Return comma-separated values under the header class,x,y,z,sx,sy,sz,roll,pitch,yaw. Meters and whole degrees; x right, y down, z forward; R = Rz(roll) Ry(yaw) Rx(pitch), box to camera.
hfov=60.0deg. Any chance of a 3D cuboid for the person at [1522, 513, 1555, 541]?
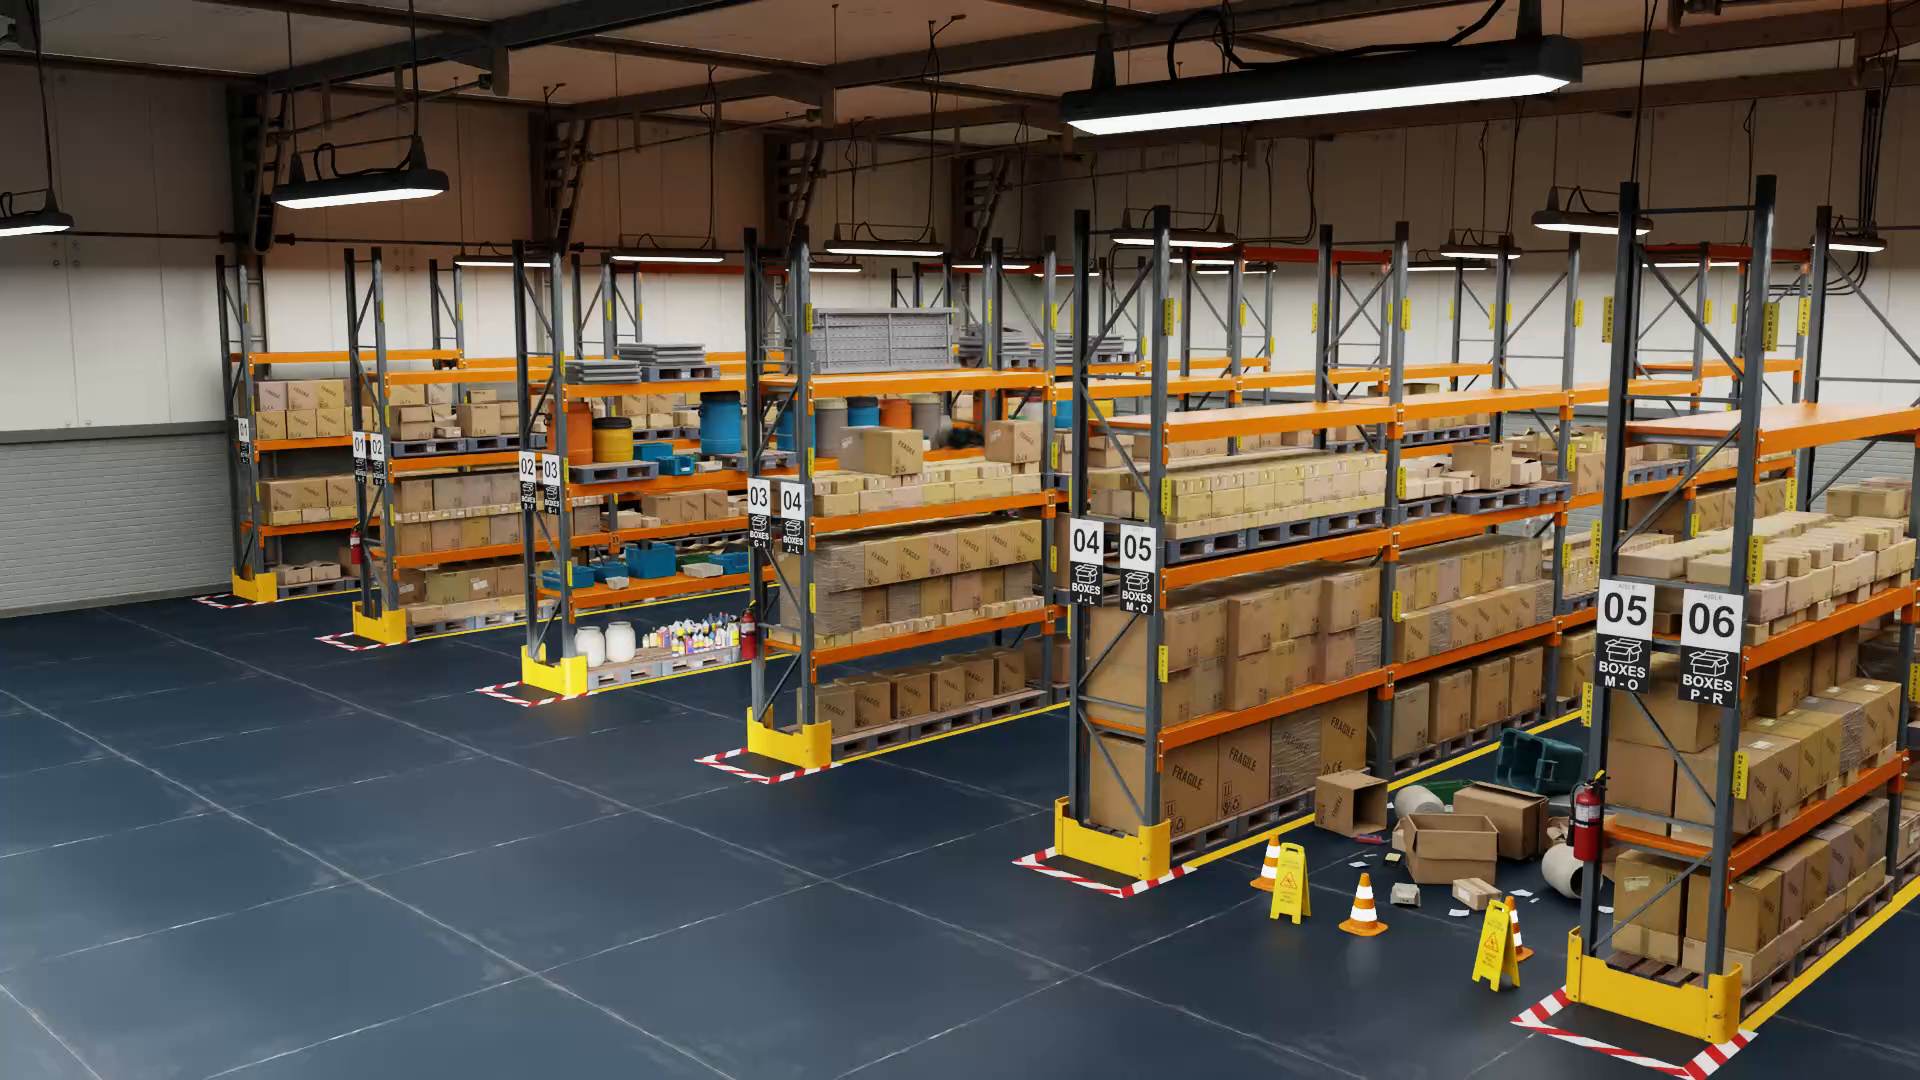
class,x,y,z,sx,sy,sz,roll,pitch,yaw
person,11.078,-0.098,31.811,0.617,1.541,0.619,3,9,23
